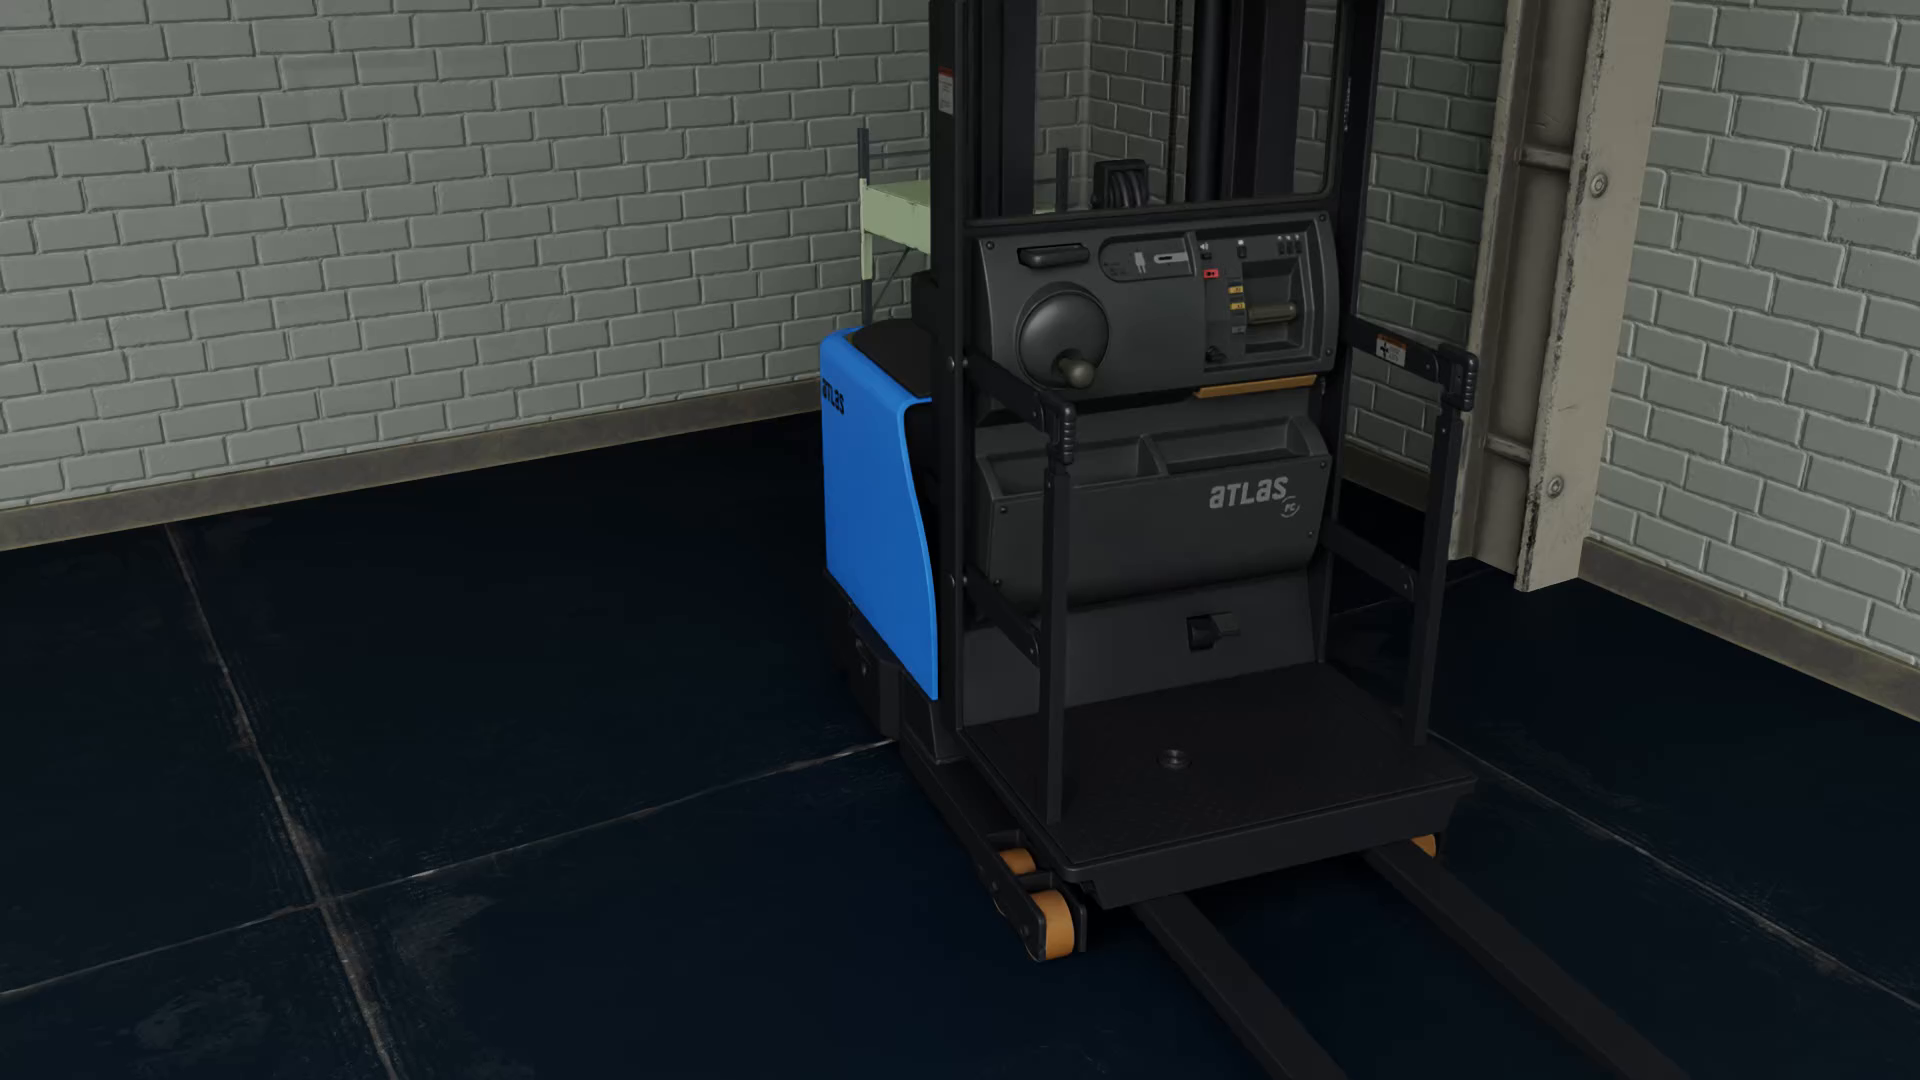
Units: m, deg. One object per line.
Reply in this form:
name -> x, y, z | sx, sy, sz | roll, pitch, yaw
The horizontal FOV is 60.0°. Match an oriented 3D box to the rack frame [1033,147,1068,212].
rack frame -> 0.184, -0.578, 5.743 | 0.400, 1.500, 0.023 | -13, 25, -28

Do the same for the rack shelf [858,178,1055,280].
rack shelf -> -0.003, -1.058, 5.887 | 0.431, 0.370, 0.720 | -13, 25, -28

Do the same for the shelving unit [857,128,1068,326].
shelving unit -> -0.003, -0.697, 6.034 | 0.431, 1.500, 0.755 | -13, 25, -28

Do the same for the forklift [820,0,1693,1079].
forklift -> 0.567, -0.551, 3.774 | 1.130, 2.935, 3.031 | -8, 24, -20

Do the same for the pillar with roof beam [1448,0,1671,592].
pillar with roof beam -> -1.682, -3.249, 2.354 | 9.100, 9.000, 0.400 | -13, 25, -28

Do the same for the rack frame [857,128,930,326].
rack frame -> -0.190, -0.815, 6.326 | 0.400, 1.500, 0.023 | -13, 25, -28
